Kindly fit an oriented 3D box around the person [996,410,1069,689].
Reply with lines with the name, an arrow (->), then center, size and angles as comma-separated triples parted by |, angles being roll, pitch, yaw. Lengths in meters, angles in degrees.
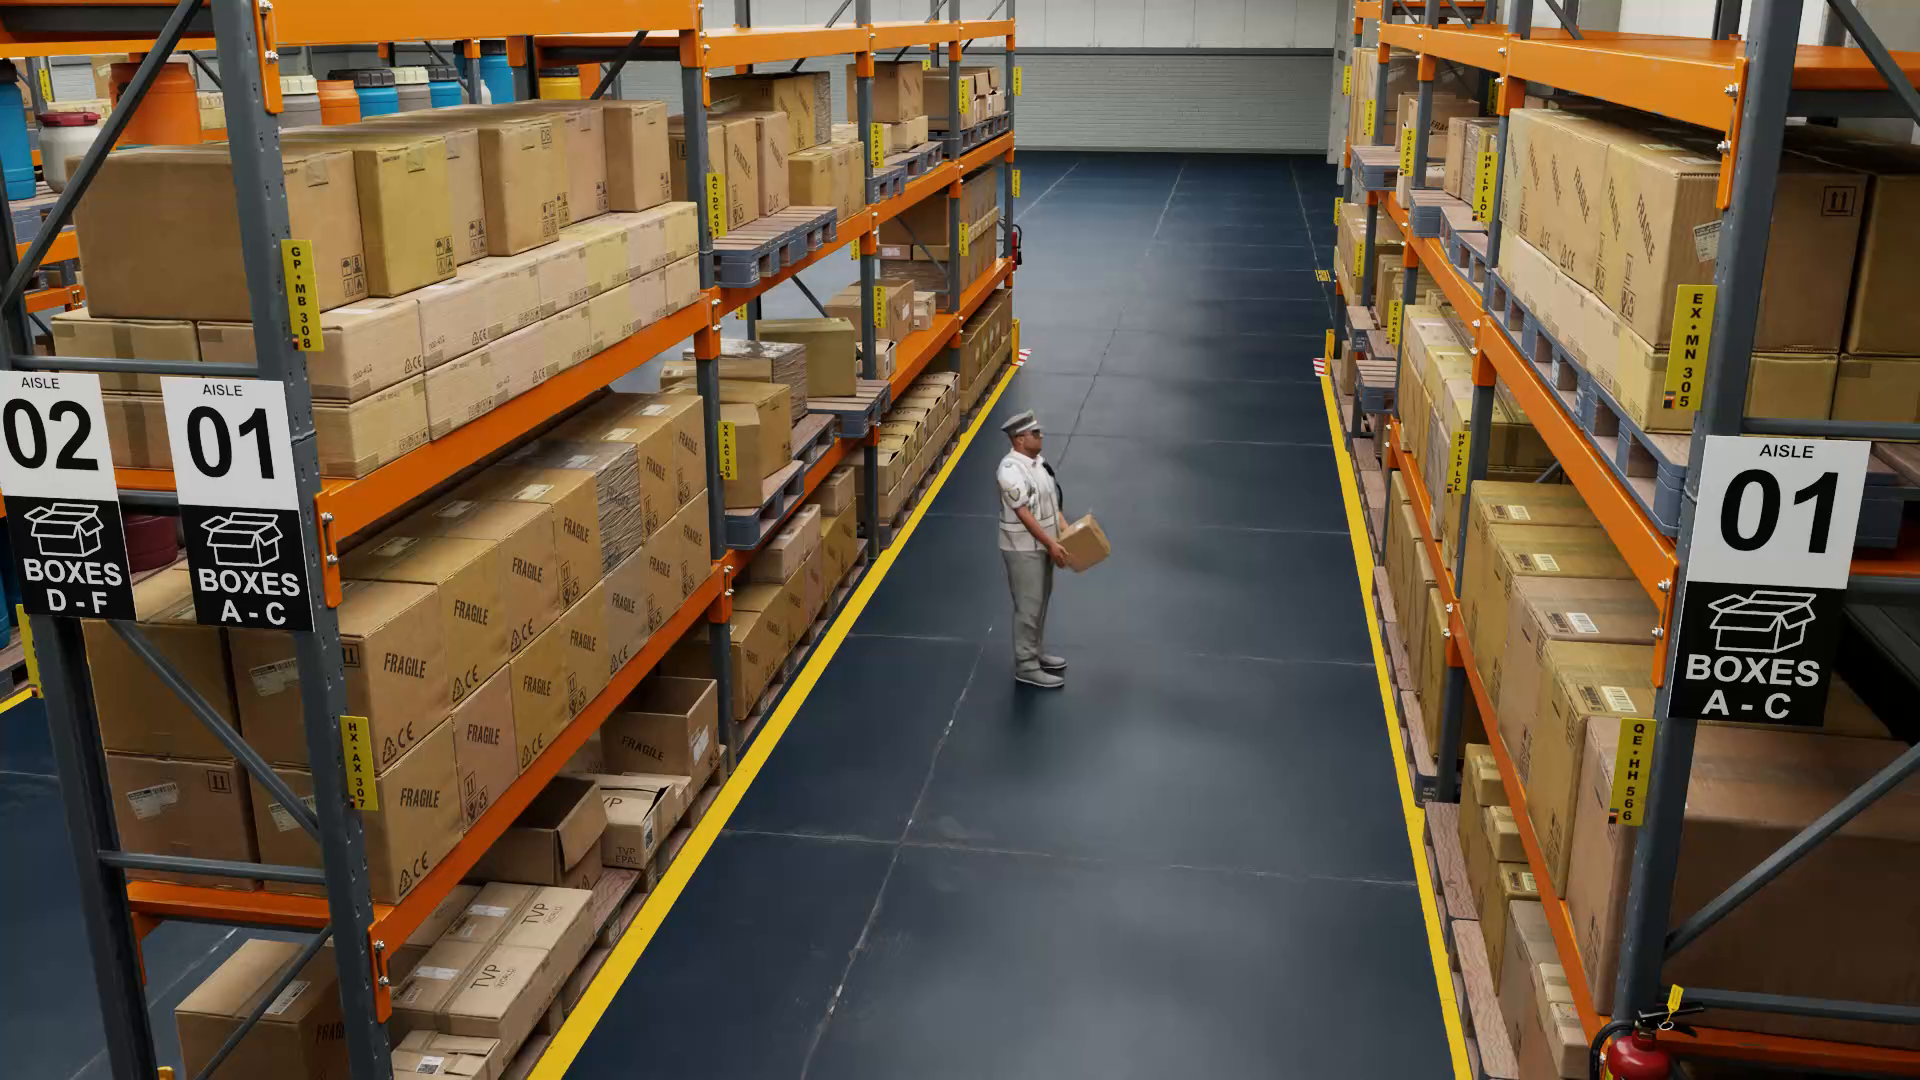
person -> 0.512, 0.031, 10.882 | 0.527, 1.786, 0.529 | 7, 19, 21
